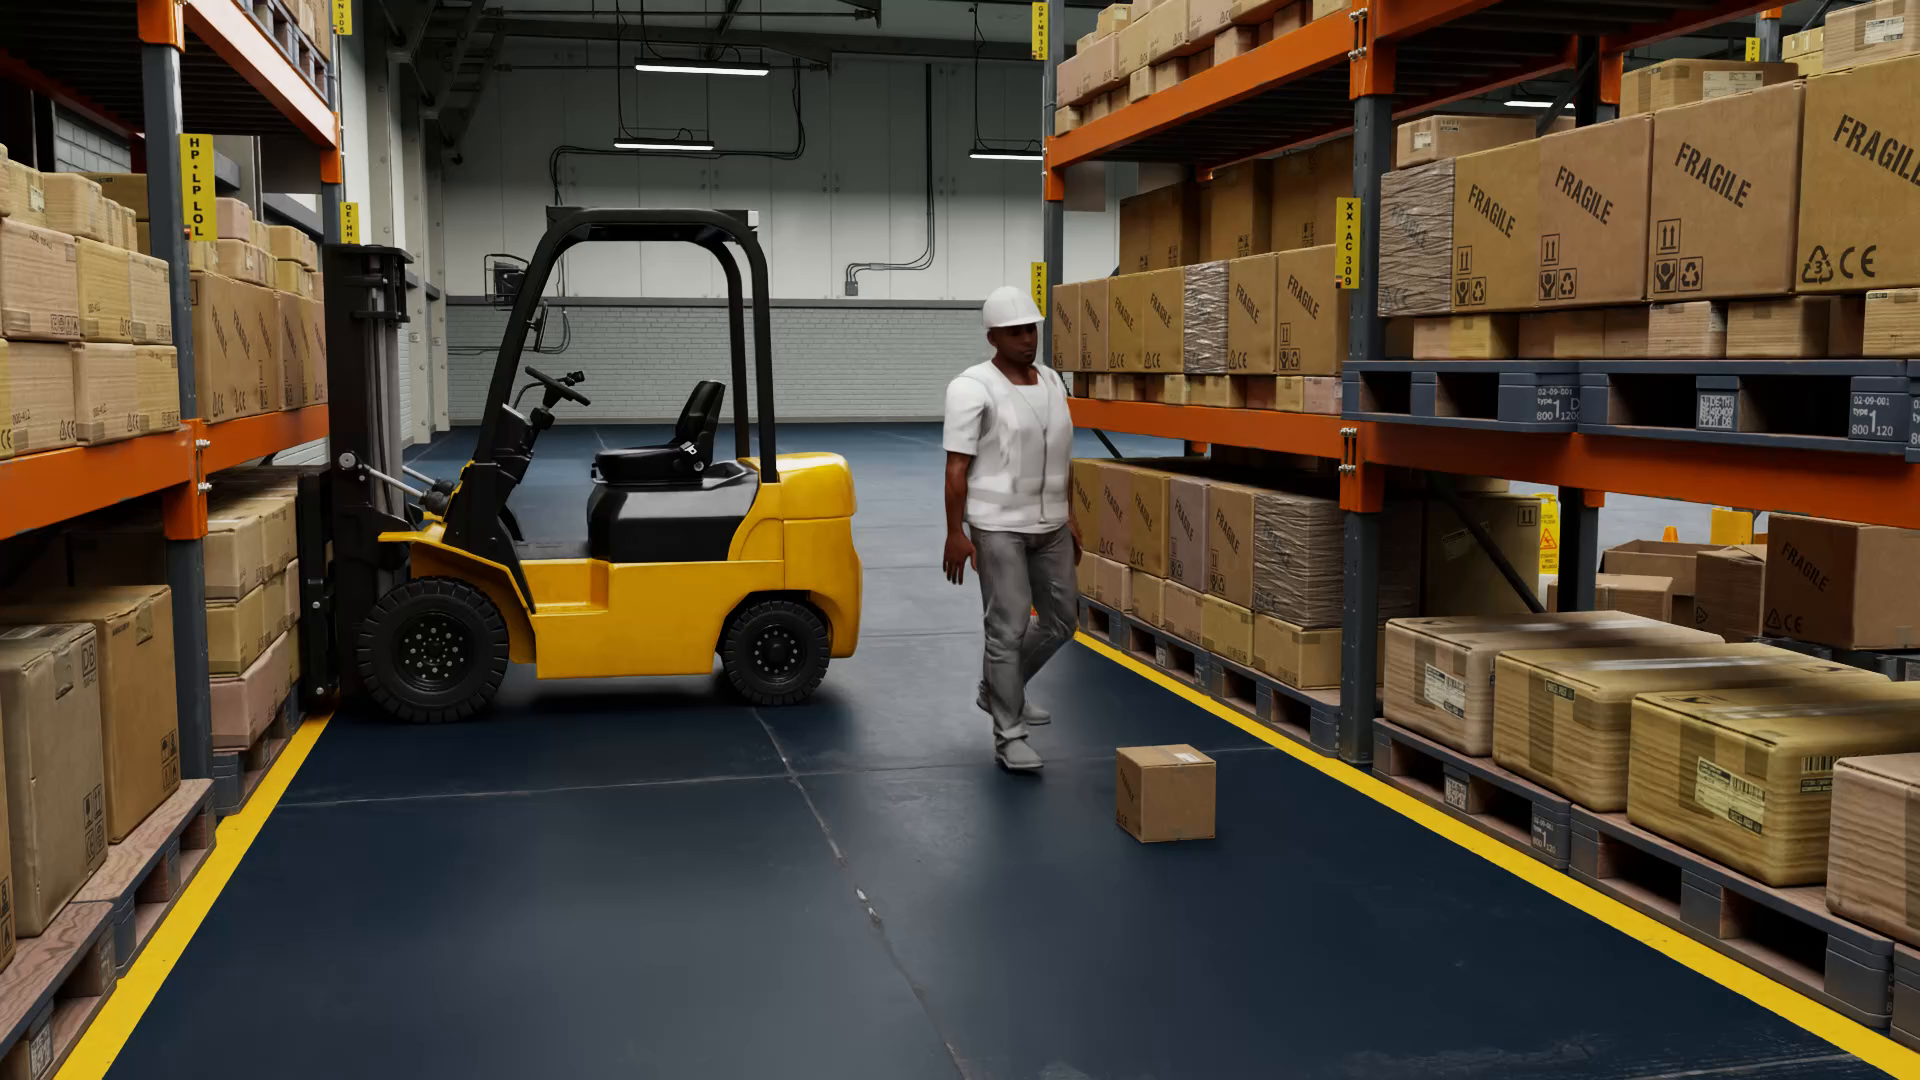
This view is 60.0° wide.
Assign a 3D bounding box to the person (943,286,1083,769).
[{"bbox_3d":[0.181,-0.054,6.221,0.635,1.761,0.590,-5,8,-39],"label":"person"}]
